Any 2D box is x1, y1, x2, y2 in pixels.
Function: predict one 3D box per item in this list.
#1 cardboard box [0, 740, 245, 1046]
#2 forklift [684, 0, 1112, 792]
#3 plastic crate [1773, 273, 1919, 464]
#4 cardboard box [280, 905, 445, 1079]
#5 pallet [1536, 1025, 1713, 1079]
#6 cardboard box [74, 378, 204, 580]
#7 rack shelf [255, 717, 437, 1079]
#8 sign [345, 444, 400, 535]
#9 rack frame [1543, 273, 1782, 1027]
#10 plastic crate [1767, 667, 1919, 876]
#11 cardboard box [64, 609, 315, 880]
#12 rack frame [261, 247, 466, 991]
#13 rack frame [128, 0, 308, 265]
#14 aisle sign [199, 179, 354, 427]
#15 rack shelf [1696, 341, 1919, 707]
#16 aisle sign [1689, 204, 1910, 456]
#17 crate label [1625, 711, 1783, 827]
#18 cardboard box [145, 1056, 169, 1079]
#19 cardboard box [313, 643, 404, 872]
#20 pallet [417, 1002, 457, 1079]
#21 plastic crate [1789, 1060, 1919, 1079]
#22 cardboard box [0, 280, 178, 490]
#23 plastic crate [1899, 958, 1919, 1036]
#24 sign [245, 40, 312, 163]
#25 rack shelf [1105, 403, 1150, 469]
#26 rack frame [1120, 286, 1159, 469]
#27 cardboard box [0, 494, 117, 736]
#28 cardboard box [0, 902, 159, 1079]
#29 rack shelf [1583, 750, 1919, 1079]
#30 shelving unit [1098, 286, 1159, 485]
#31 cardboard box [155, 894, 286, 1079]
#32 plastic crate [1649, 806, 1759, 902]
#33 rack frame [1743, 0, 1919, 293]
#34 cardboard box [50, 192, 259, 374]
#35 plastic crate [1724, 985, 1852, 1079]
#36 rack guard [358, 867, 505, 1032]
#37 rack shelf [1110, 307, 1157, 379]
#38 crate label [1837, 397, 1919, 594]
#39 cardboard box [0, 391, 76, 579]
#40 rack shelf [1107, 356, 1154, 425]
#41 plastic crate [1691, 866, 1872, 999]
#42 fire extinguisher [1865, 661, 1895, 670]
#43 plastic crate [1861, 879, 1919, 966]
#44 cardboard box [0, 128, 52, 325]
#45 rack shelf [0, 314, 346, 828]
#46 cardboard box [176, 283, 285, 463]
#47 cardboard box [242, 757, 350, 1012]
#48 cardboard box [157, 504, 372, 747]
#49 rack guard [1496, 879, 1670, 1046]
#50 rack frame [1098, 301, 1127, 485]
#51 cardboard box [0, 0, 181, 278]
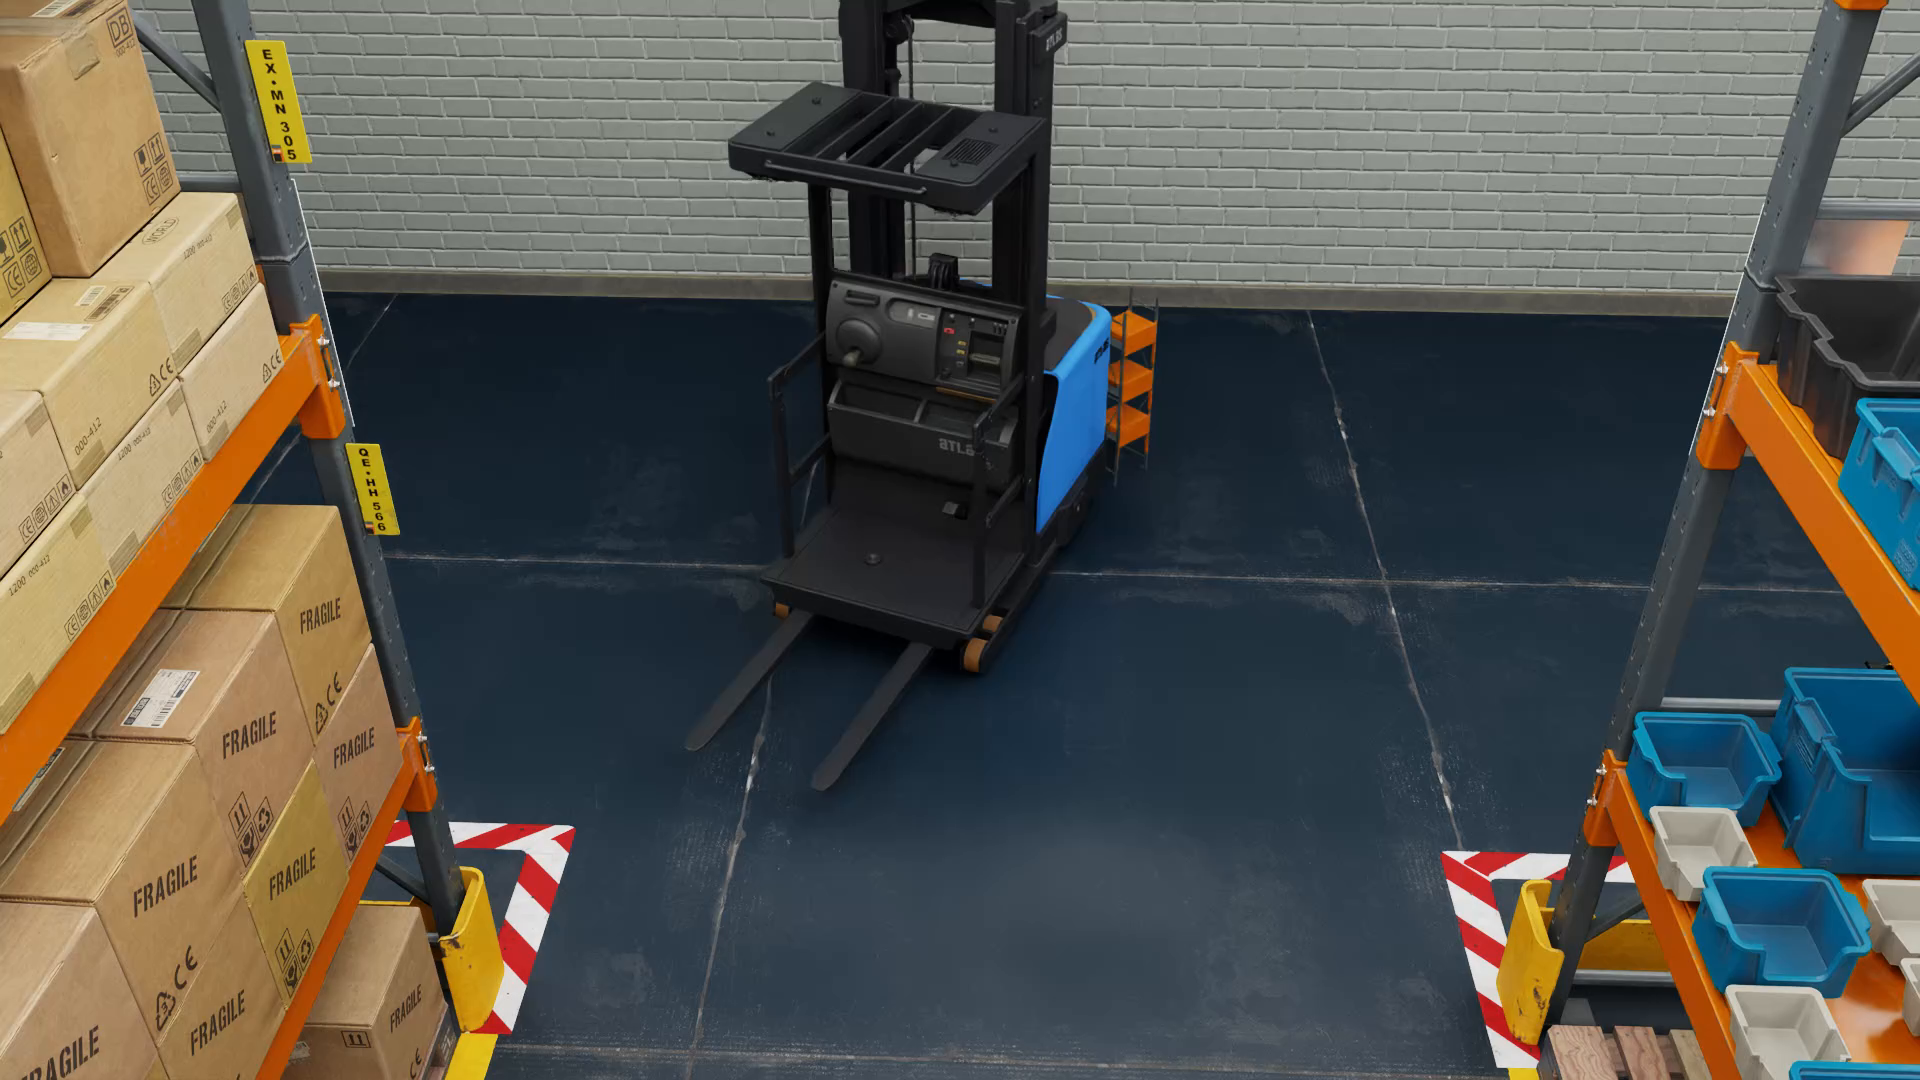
[{"bbox_3d":[-2.104,0.829,3.951,0.500,0.500,0.500,2,35,3],"label":"cardboard box"},{"bbox_3d":[-0.261,-0.856,7.365,1.130,2.935,3.031,14,37,19],"label":"forklift"},{"bbox_3d":[2.330,-0.414,4.181,0.497,0.269,0.590,1,35,2],"label":"plastic crate"},{"bbox_3d":[-2.101,1.589,5.617,0.500,0.500,0.500,1,35,2],"label":"cardboard box"},{"bbox_3d":[2.552,2.159,5.441,1.003,0.211,1.213,1,35,2],"label":"pallet"},{"bbox_3d":[-2.113,-0.149,3.821,0.500,0.250,0.500,1,35,2],"label":"cardboard box"},{"bbox_3d":[-2.405,1.872,4.049,1.077,0.370,4.000,1,35,2],"label":"rack shelf"},{"bbox_3d":[-1.771,-0.150,5.019,0.100,0.325,0.005,1,35,2],"label":"sign"},{"bbox_3d":[2.624,0.545,5.312,1.000,3.000,0.127,1,35,2],"label":"rack frame"},{"bbox_3d":[2.797,0.702,5.005,0.616,0.435,0.499,1,35,2],"label":"plastic crate"},{"bbox_3d":[-2.088,0.531,4.375,0.500,0.500,0.500,2,35,3],"label":"cardboard box"},{"bbox_3d":[-2.325,0.428,5.478,1.000,3.000,0.127,1,35,2],"label":"rack frame"},{"bbox_3d":[-2.325,-2.026,3.753,1.000,3.000,0.127,1,35,2],"label":"rack frame"},{"bbox_3d":[-2.016,-0.667,4.776,0.394,0.787,0.004,1,35,2],"label":"aisle sign"},{"bbox_3d":[2.544,0.761,3.021,1.077,0.370,4.000,1,35,2],"label":"rack shelf"},{"bbox_3d":[2.330,-0.567,4.633,0.394,0.787,0.004,1,35,2],"label":"aisle sign"},{"bbox_3d":[2.285,0.723,5.152,0.416,0.233,0.303,1,35,2],"label":"crate label"},{"bbox_3d":[-2.134,1.525,3.830,0.500,0.500,0.500,1,35,1],"label":"cardboard box"},{"bbox_3d":[-2.071,0.651,5.074,0.500,0.500,0.500,2,35,3],"label":"cardboard box"},{"bbox_3d":[-2.359,2.071,5.566,1.003,0.211,1.213,1,35,2],"label":"pallet"},{"bbox_3d":[2.232,1.479,4.075,0.416,0.233,0.300,1,35,2],"label":"plastic crate"},{"bbox_3d":[-2.111,-0.354,3.677,0.500,0.250,0.500,1,35,2],"label":"cardboard box"},{"bbox_3d":[2.746,1.267,4.461,0.396,0.136,0.243,1,35,2],"label":"plastic crate"},{"bbox_3d":[-1.771,-1.137,4.326,0.100,0.325,0.005,1,35,2],"label":"sign"},{"bbox_3d":[0.879,-0.583,9.114,0.240,0.259,0.215,-28,44,-33],"label":"rack shelf"},{"bbox_3d":[0.969,-0.867,9.014,0.008,1.050,0.200,-28,44,-33],"label":"rack frame"},{"bbox_3d":[-2.120,0.138,3.412,0.500,0.250,0.500,1,35,2],"label":"cardboard box"},{"bbox_3d":[-2.124,1.124,3.532,0.500,0.500,0.500,2,35,3],"label":"cardboard box"},{"bbox_3d":[2.544,1.988,3.884,1.077,0.370,4.000,1,35,2],"label":"rack shelf"},{"bbox_3d":[0.878,-0.819,8.948,0.252,1.050,0.215,-28,44,-33],"label":"shelving unit"},{"bbox_3d":[-2.114,1.236,4.242,0.500,0.500,0.500,2,35,2],"label":"cardboard box"},{"bbox_3d":[2.190,0.945,4.920,0.250,0.136,0.298,1,35,2],"label":"plastic crate"},{"bbox_3d":[2.624,-1.910,3.587,1.000,3.000,0.127,1,35,2],"label":"rack frame"},{"bbox_3d":[-2.091,-0.641,4.086,0.500,0.250,0.500,1,35,2],"label":"cardboard box"},{"bbox_3d":[2.162,1.334,4.365,0.250,0.136,0.298,1,35,2],"label":"plastic crate"},{"bbox_3d":[-2.328,1.495,6.134,1.175,0.500,0.348,1,35,2],"label":"rack guard"},{"bbox_3d":[0.877,-1.043,8.790,0.240,0.259,0.215,-28,44,-33],"label":"rack shelf"},{"bbox_3d":[2.264,-0.099,3.748,0.408,0.251,0.502,1,35,2],"label":"crate label"},{"bbox_3d":[-2.135,-0.067,3.269,0.500,0.250,0.500,1,35,2],"label":"cardboard box"},{"bbox_3d":[0.878,-0.811,8.954,0.240,0.259,0.215,-28,44,-33],"label":"rack shelf"},{"bbox_3d":[2.259,1.101,4.613,0.416,0.233,0.300,1,35,2],"label":"plastic crate"},{"bbox_3d":[3.084,0.653,5.550,0.296,0.674,0.183,1,35,2],"label":"fire extinguisher"},{"bbox_3d":[2.772,1.101,4.698,0.396,0.136,0.243,1,35,2],"label":"plastic crate"},{"bbox_3d":[-2.434,-0.668,3.472,0.700,0.500,0.500,1,35,2],"label":"cardboard box"},{"bbox_3d":[-2.405,0.644,3.187,1.077,0.370,4.000,1,35,2],"label":"rack shelf"},{"bbox_3d":[-2.082,-0.436,4.230,0.500,0.250,0.500,1,35,2],"label":"cardboard box"},{"bbox_3d":[-2.088,0.949,4.650,0.500,0.500,0.500,2,35,2],"label":"cardboard box"},{"bbox_3d":[-2.068,0.240,4.788,0.500,0.500,0.500,1,35,1],"label":"cardboard box"},{"bbox_3d":[2.612,1.553,6.051,1.175,0.500,0.348,1,35,2],"label":"rack guard"},{"bbox_3d":[0.788,-0.772,8.881,0.008,1.050,0.200,-28,44,-33],"label":"rack frame"},{"bbox_3d":[-2.329,-0.953,3.878,0.700,0.500,0.500,1,35,2],"label":"cardboard box"}]
